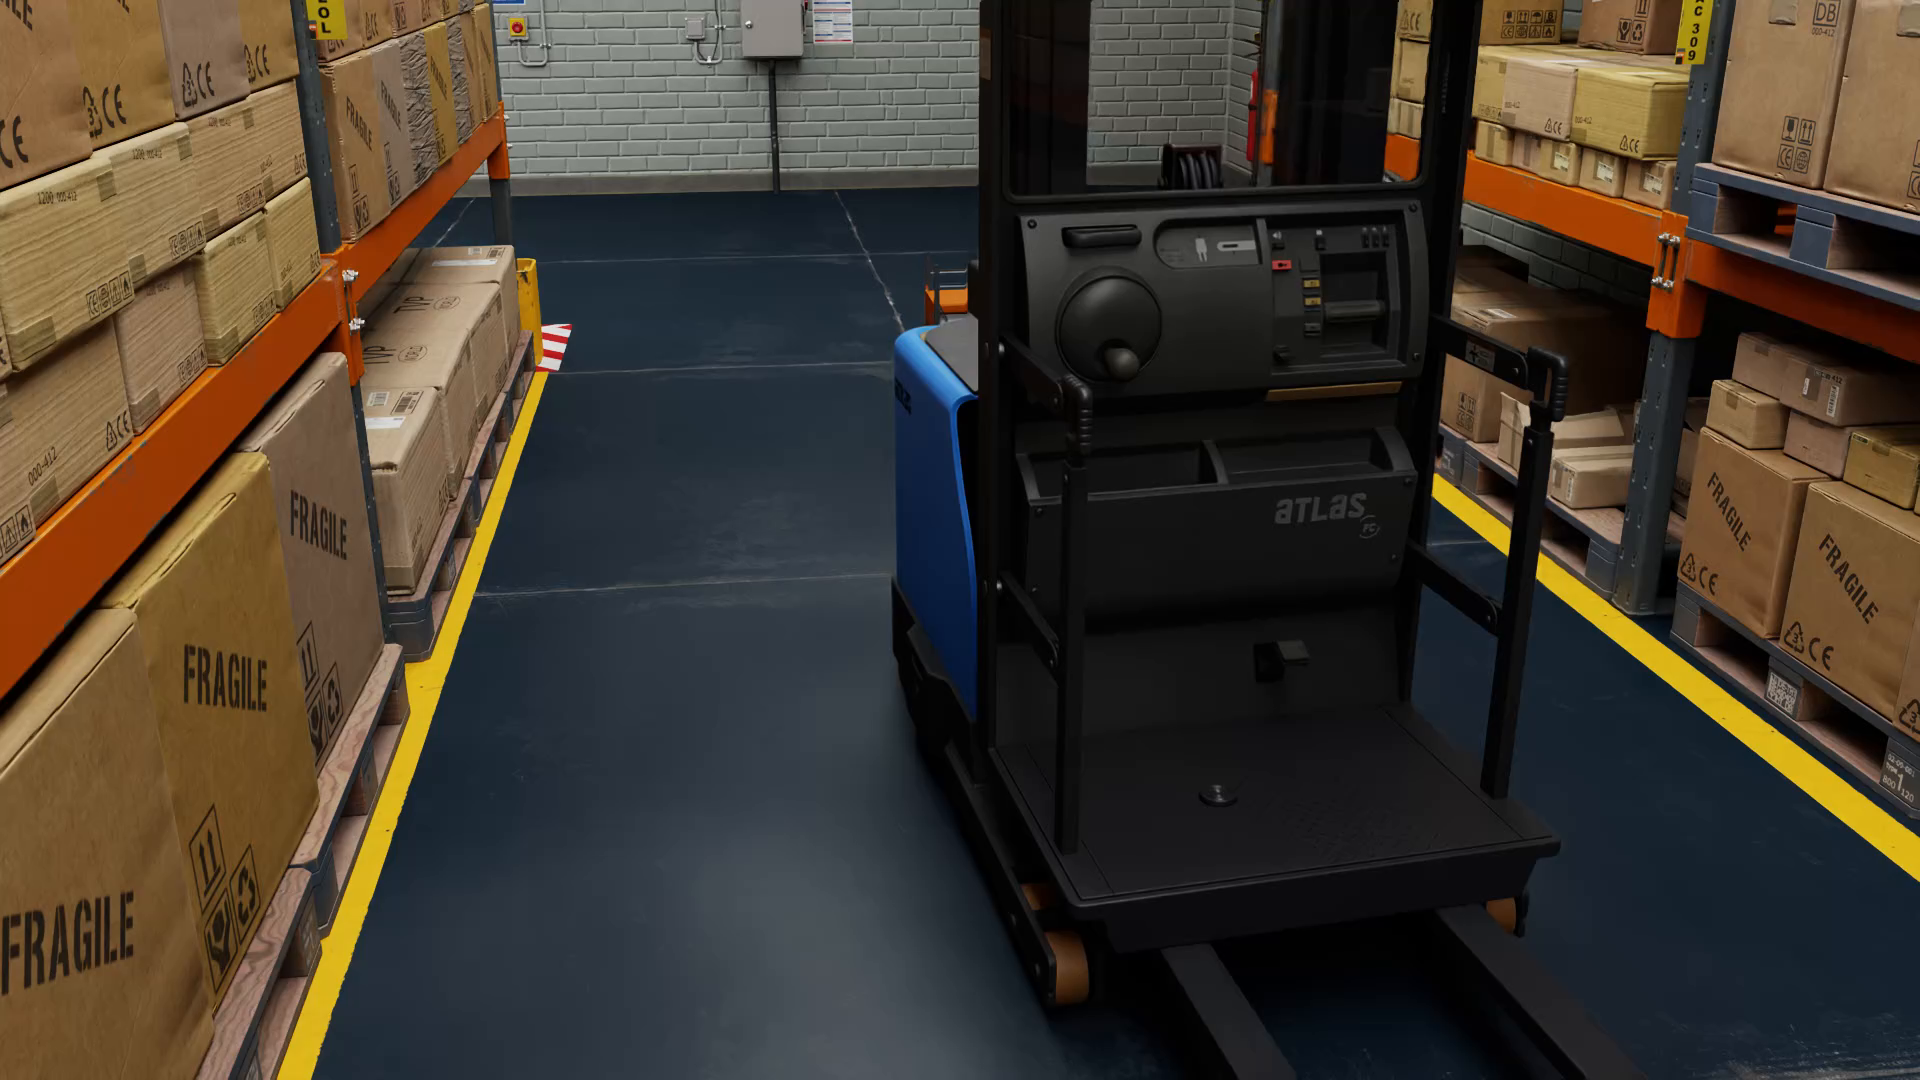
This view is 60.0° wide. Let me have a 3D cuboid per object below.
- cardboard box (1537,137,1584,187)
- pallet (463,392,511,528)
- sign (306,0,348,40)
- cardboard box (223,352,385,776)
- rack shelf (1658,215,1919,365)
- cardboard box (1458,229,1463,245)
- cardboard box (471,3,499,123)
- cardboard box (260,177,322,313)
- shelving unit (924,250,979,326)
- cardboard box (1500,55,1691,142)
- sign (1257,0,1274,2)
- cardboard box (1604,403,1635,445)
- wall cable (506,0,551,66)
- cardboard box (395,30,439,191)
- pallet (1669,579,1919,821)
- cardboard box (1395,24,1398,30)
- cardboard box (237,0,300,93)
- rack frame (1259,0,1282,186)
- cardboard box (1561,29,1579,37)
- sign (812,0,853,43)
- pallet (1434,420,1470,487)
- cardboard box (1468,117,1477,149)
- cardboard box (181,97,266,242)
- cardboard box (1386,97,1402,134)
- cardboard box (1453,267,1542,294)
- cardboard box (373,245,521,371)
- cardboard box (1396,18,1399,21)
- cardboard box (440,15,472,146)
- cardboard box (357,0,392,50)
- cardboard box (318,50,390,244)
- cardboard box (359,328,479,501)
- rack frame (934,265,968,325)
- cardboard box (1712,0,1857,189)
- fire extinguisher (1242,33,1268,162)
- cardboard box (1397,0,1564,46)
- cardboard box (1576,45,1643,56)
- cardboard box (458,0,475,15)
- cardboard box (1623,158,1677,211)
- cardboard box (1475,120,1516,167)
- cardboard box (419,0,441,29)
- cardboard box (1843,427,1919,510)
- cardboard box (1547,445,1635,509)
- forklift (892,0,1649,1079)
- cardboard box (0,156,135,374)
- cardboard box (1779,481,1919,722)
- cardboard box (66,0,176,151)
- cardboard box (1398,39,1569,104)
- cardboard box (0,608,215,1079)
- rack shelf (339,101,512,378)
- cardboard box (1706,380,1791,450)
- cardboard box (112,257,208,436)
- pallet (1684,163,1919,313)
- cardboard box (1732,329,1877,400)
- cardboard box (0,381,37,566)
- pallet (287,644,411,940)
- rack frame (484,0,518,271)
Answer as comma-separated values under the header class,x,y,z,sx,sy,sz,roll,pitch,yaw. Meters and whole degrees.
class,x,y,z,sx,sy,sz,roll,pitch,yaw
cardboard box,2.290,-1.349,5.899,0.380,0.149,0.250,-2,21,-6
pallet,-2.417,-0.323,6.780,1.003,0.211,1.213,-3,21,-8
sign,-1.670,-1.475,4.337,0.100,0.325,0.005,-3,21,-8
cardboard box,-2.037,0.070,4.178,0.875,0.875,0.875,-2,21,-6
rack shelf,2.994,-0.161,3.389,1.077,0.370,4.000,-3,21,-8
cardboard box,2.124,-1.386,8.609,0.797,0.503,0.637,-4,21,-10
cardboard box,-2.450,-2.217,7.723,0.500,0.500,0.500,-3,21,-7
cardboard box,-1.891,-0.726,4.088,0.500,0.250,0.500,-3,21,-9
shelving unit,-0.008,-0.510,6.082,0.215,1.050,0.252,-3,21,-8
cardboard box,2.304,-1.597,5.993,0.500,0.250,0.500,-3,21,-8
sign,1.593,-2.954,8.600,0.100,0.325,0.005,-3,21,-8
cardboard box,2.782,-0.443,6.589,0.380,0.149,0.250,-3,21,-8
wall cable,-3.618,-4.766,13.192,0.585,1.953,0.123,-3,21,-8
cardboard box,-2.148,-1.509,5.825,0.500,0.500,0.500,-3,21,-7
pallet,2.861,0.395,4.856,1.003,0.211,1.213,-3,21,-8
cardboard box,2.001,-2.300,7.875,0.500,0.250,0.500,-3,21,-7
cardboard box,-1.892,-1.312,3.871,0.500,0.500,0.500,-2,21,-6
rack frame,2.129,-2.576,8.825,1.000,3.000,0.127,-3,21,-8
cardboard box,2.598,-2.149,7.471,0.500,0.250,0.500,-2,21,-6
sign,-1.059,-4.383,13.799,0.329,0.494,0.001,-3,21,-8
pallet,2.429,-0.545,7.375,1.003,0.211,1.213,-3,21,-8
cardboard box,2.205,-1.706,6.856,0.380,0.149,0.250,-3,21,-8
cardboard box,-1.822,-0.790,3.544,0.500,0.250,0.500,-2,21,-6
cardboard box,2.042,-1.882,7.326,0.380,0.149,0.250,-4,21,-9
cardboard box,2.186,-0.899,7.308,0.500,0.500,0.500,-3,21,-7
cardboard box,-2.588,-1.097,7.928,0.875,0.438,0.875,-4,21,-10
cardboard box,2.458,-2.499,8.409,0.500,0.250,0.500,-2,21,-6
cardboard box,-2.309,-1.865,6.780,0.500,0.500,0.500,-2,21,-6
cardboard box,-2.101,-1.807,5.194,0.500,0.500,0.500,-3,21,-8
cardboard box,-2.014,-1.162,4.896,0.500,0.500,0.500,-2,21,-6
cardboard box,-2.319,-0.468,6.245,0.875,0.438,0.875,-4,21,-9
rack frame,0.010,-0.468,5.969,0.200,1.050,0.008,-3,21,-8
cardboard box,2.554,-1.256,4.548,0.700,0.500,0.500,-2,21,-6
fire extinguisher,1.651,-2.392,8.978,0.296,0.674,0.183,-3,21,-8
cardboard box,2.145,-2.306,6.821,0.500,0.500,0.500,-2,21,-6
cardboard box,2.750,-1.797,6.530,0.500,0.250,0.500,-2,21,-7
cardboard box,-2.372,-2.505,7.064,0.500,0.500,0.500,-3,21,-8
cardboard box,2.410,-1.171,5.423,0.380,0.149,0.250,-3,21,-7
cardboard box,2.214,-1.528,6.379,0.380,0.149,0.250,-3,21,-9
cardboard box,-2.234,-2.159,6.138,0.500,0.500,0.500,-3,21,-8
cardboard box,2.659,-0.202,4.516,0.380,0.149,0.250,-4,21,-11
cardboard box,2.335,-0.230,6.019,0.380,0.149,0.250,-4,21,-9
forklift,0.638,-0.524,3.429,1.130,2.935,3.031,-5,21,-13
cardboard box,-1.650,-0.435,2.592,0.500,0.250,0.500,-3,21,-7
cardboard box,2.640,0.146,4.510,0.500,0.500,0.500,-3,21,-8
cardboard box,-1.757,-0.957,2.920,0.500,0.500,0.500,-2,21,-6
cardboard box,2.172,-1.948,6.935,0.500,0.250,0.500,-3,21,-9
cardboard box,-1.770,0.692,2.513,0.875,0.875,0.875,-3,21,-7
rack shelf,-2.494,-1.295,6.423,1.077,0.370,4.000,-3,21,-8
cardboard box,2.494,-0.383,4.999,0.380,0.149,0.250,-2,21,-5
cardboard box,-1.765,-0.374,3.145,0.500,0.250,0.500,-3,21,-9
pallet,2.713,-0.819,4.395,1.003,0.211,1.213,-3,21,-8
cardboard box,2.554,-0.525,4.955,0.380,0.149,0.250,-3,21,-9
cardboard box,-1.612,-0.025,2.210,0.500,0.250,0.500,-2,21,-6
pallet,-2.019,0.631,4.226,1.003,0.211,1.213,-3,21,-8
rack frame,-2.782,-2.324,8.152,1.000,3.000,0.127,-3,21,-8
